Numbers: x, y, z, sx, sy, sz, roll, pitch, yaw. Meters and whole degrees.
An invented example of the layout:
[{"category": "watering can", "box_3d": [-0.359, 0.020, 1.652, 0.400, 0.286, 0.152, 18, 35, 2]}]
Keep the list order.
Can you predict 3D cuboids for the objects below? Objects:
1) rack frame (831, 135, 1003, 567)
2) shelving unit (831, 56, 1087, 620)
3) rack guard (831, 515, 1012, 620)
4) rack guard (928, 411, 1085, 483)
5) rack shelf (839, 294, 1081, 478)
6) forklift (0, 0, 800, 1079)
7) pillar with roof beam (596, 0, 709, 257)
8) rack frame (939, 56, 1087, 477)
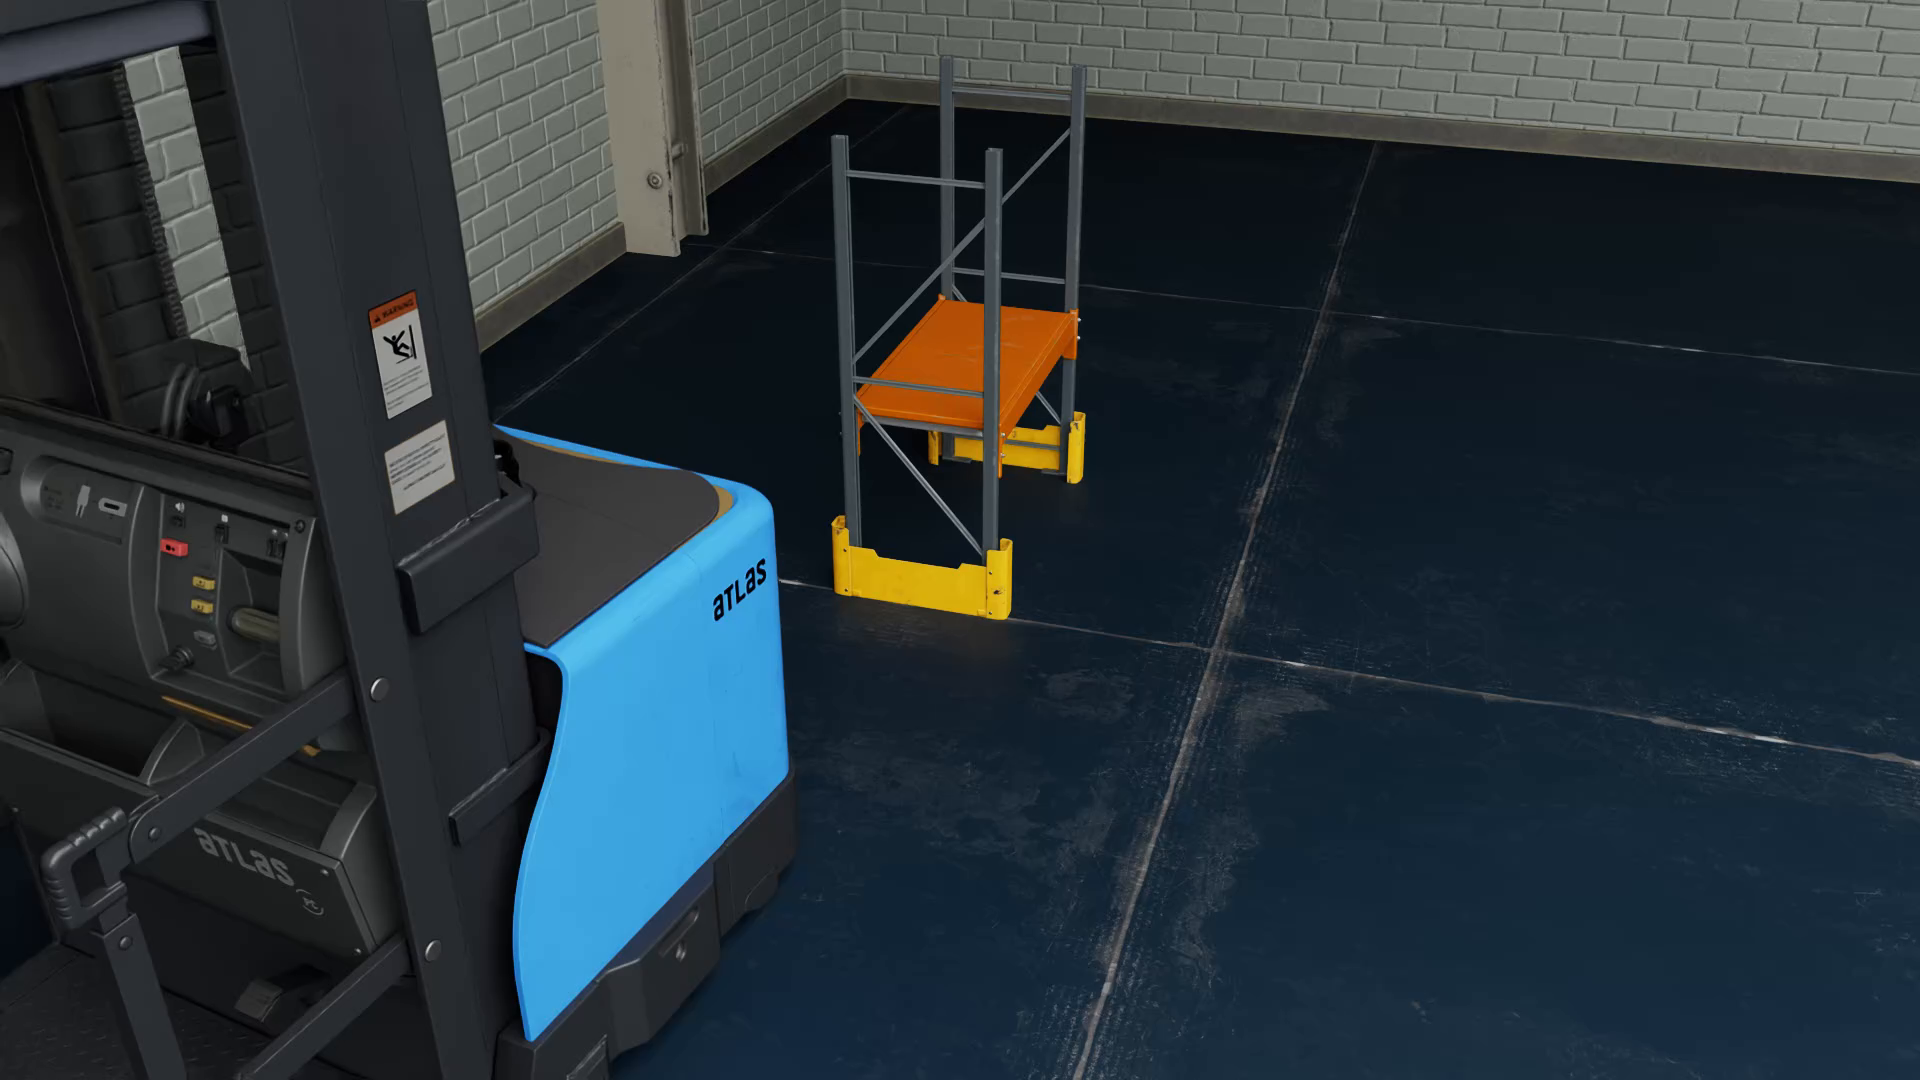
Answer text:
[{"category": "rack frame", "box_3d": [-0.124, -0.459, 5.032, 0.500, 1.500, 0.032, 8, 30, 15]}, {"category": "shelving unit", "box_3d": [0.022, -0.691, 5.449, 0.587, 1.500, 1.083, 8, 30, 15]}, {"category": "rack guard", "box_3d": [-0.124, 0.087, 5.337, 0.587, 0.250, 0.087, 8, 30, 15]}, {"category": "rack guard", "box_3d": [0.169, -0.376, 6.169, 0.587, 0.250, 0.087, 8, 30, 15]}, {"category": "rack shelf", "box_3d": [0.025, -0.538, 5.544, 0.538, 0.185, 1.000, 8, 30, 15]}, {"category": "forklift", "box_3d": [-1.511, 0.080, 2.592, 1.130, 2.935, 3.031, 14, 32, 23]}, {"category": "pillar with roof beam", "box_3d": [2.611, -4.843, 5.199, 9.100, 9.000, 0.400, 8, 30, 15]}, {"category": "rack frame", "box_3d": [0.174, -0.931, 5.881, 0.500, 1.500, 0.032, 8, 30, 15]}]
